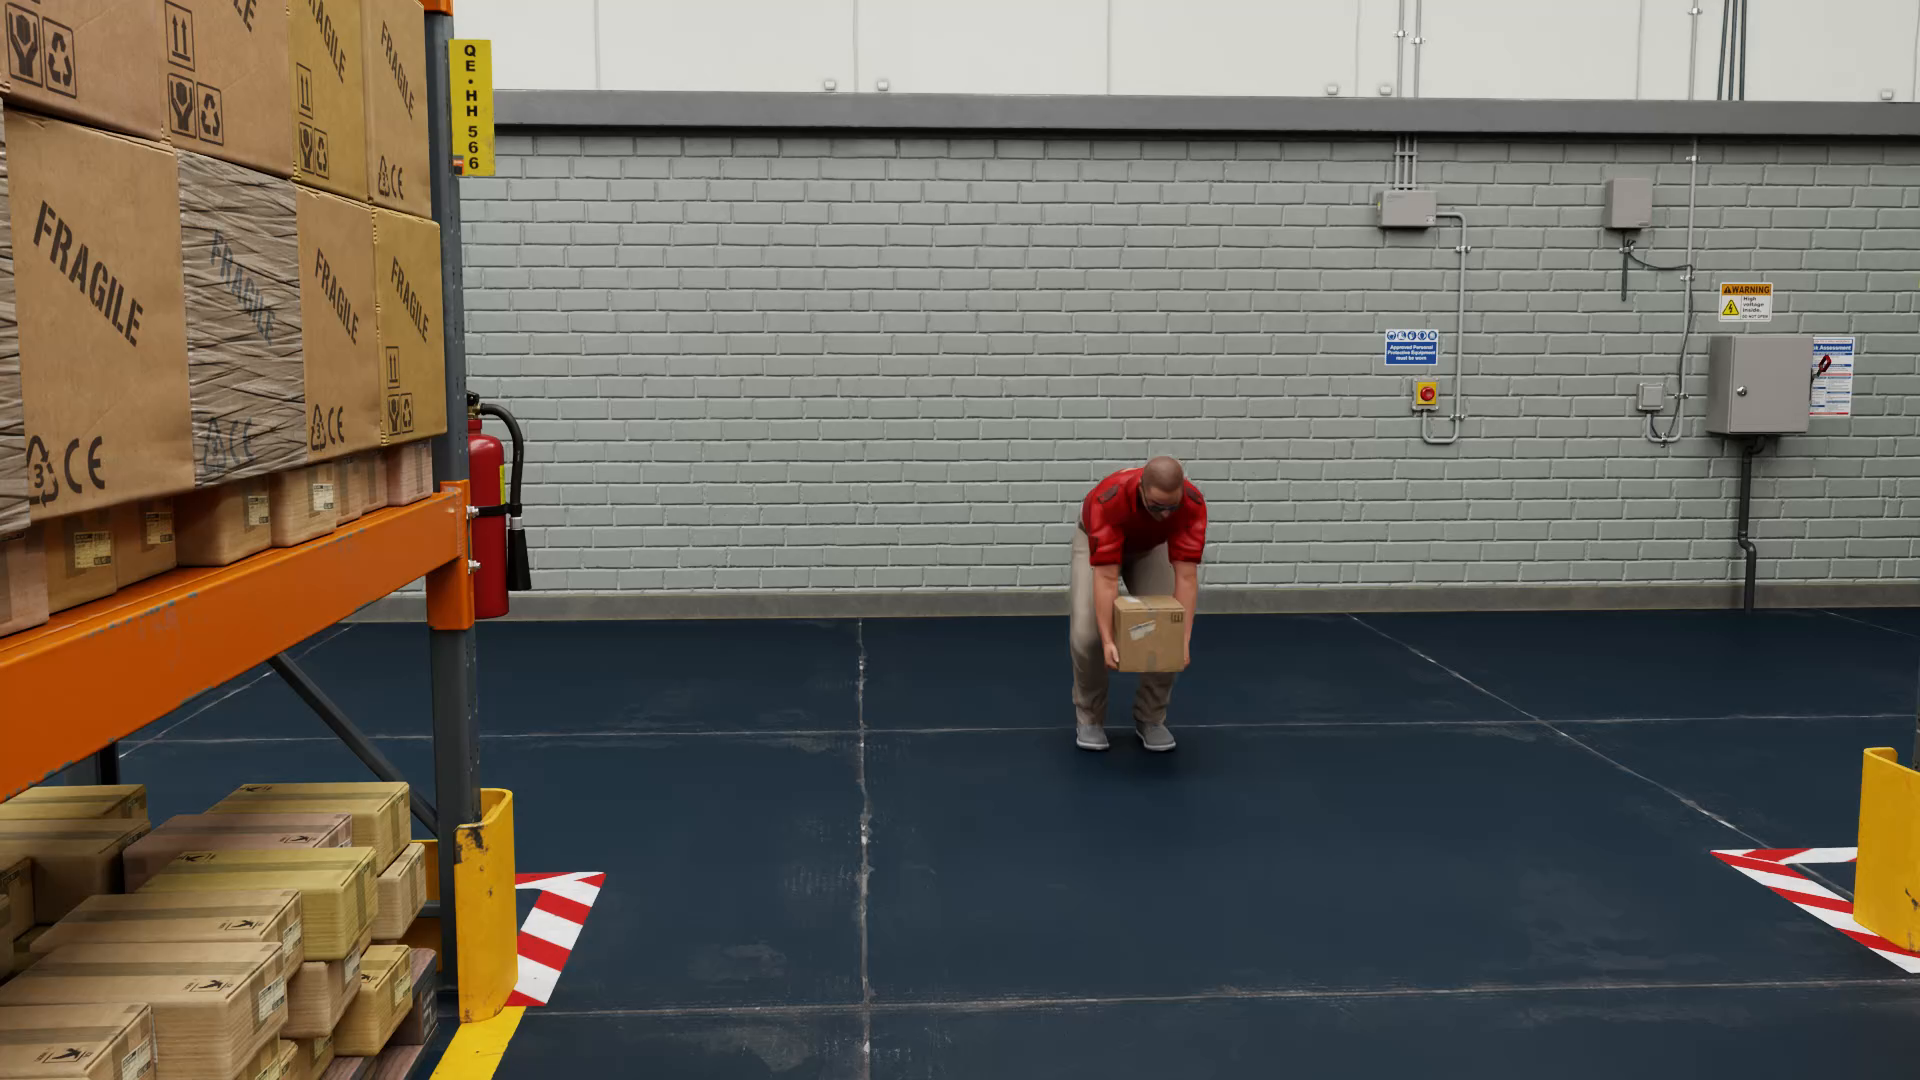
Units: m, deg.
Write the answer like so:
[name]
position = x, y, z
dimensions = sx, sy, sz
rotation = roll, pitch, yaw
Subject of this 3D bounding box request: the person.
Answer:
[person]
position = 0.708, 0.258, 6.714
dimensions = 0.499, 1.243, 0.915
rotation = -1, 7, -6
